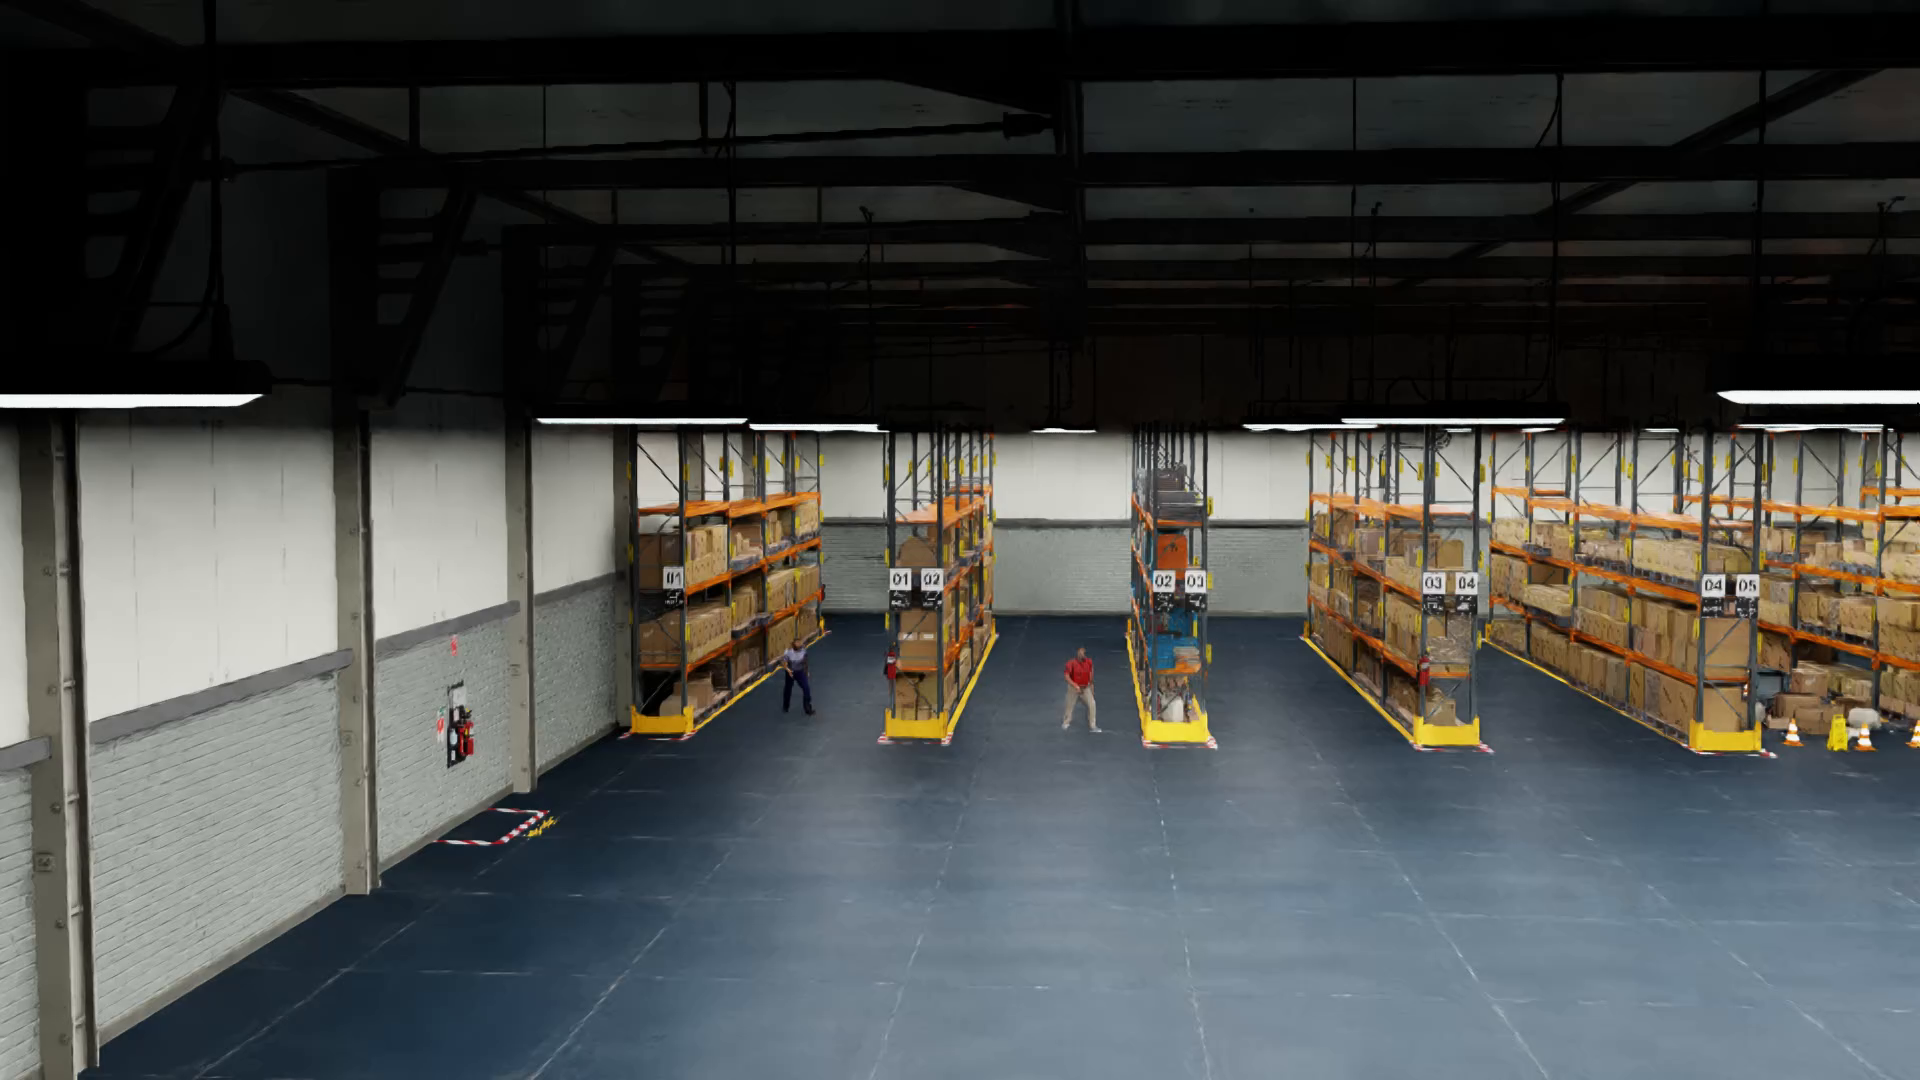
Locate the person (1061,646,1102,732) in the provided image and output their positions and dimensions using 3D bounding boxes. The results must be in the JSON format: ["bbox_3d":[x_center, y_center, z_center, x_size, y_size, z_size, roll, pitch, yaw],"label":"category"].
[{"bbox_3d":[2.311,2.855,32.040,0.700,1.658,0.863,-1,4,-13],"label":"person"}]

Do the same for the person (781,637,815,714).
[{"bbox_3d":[-3.354,2.762,34.166,0.653,1.580,0.809,-1,4,-14],"label":"person"}]

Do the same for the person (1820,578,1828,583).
[{"bbox_3d":[24.364,1.924,46.723,0.543,1.707,0.631,-2,4,-24],"label":"person"}]
